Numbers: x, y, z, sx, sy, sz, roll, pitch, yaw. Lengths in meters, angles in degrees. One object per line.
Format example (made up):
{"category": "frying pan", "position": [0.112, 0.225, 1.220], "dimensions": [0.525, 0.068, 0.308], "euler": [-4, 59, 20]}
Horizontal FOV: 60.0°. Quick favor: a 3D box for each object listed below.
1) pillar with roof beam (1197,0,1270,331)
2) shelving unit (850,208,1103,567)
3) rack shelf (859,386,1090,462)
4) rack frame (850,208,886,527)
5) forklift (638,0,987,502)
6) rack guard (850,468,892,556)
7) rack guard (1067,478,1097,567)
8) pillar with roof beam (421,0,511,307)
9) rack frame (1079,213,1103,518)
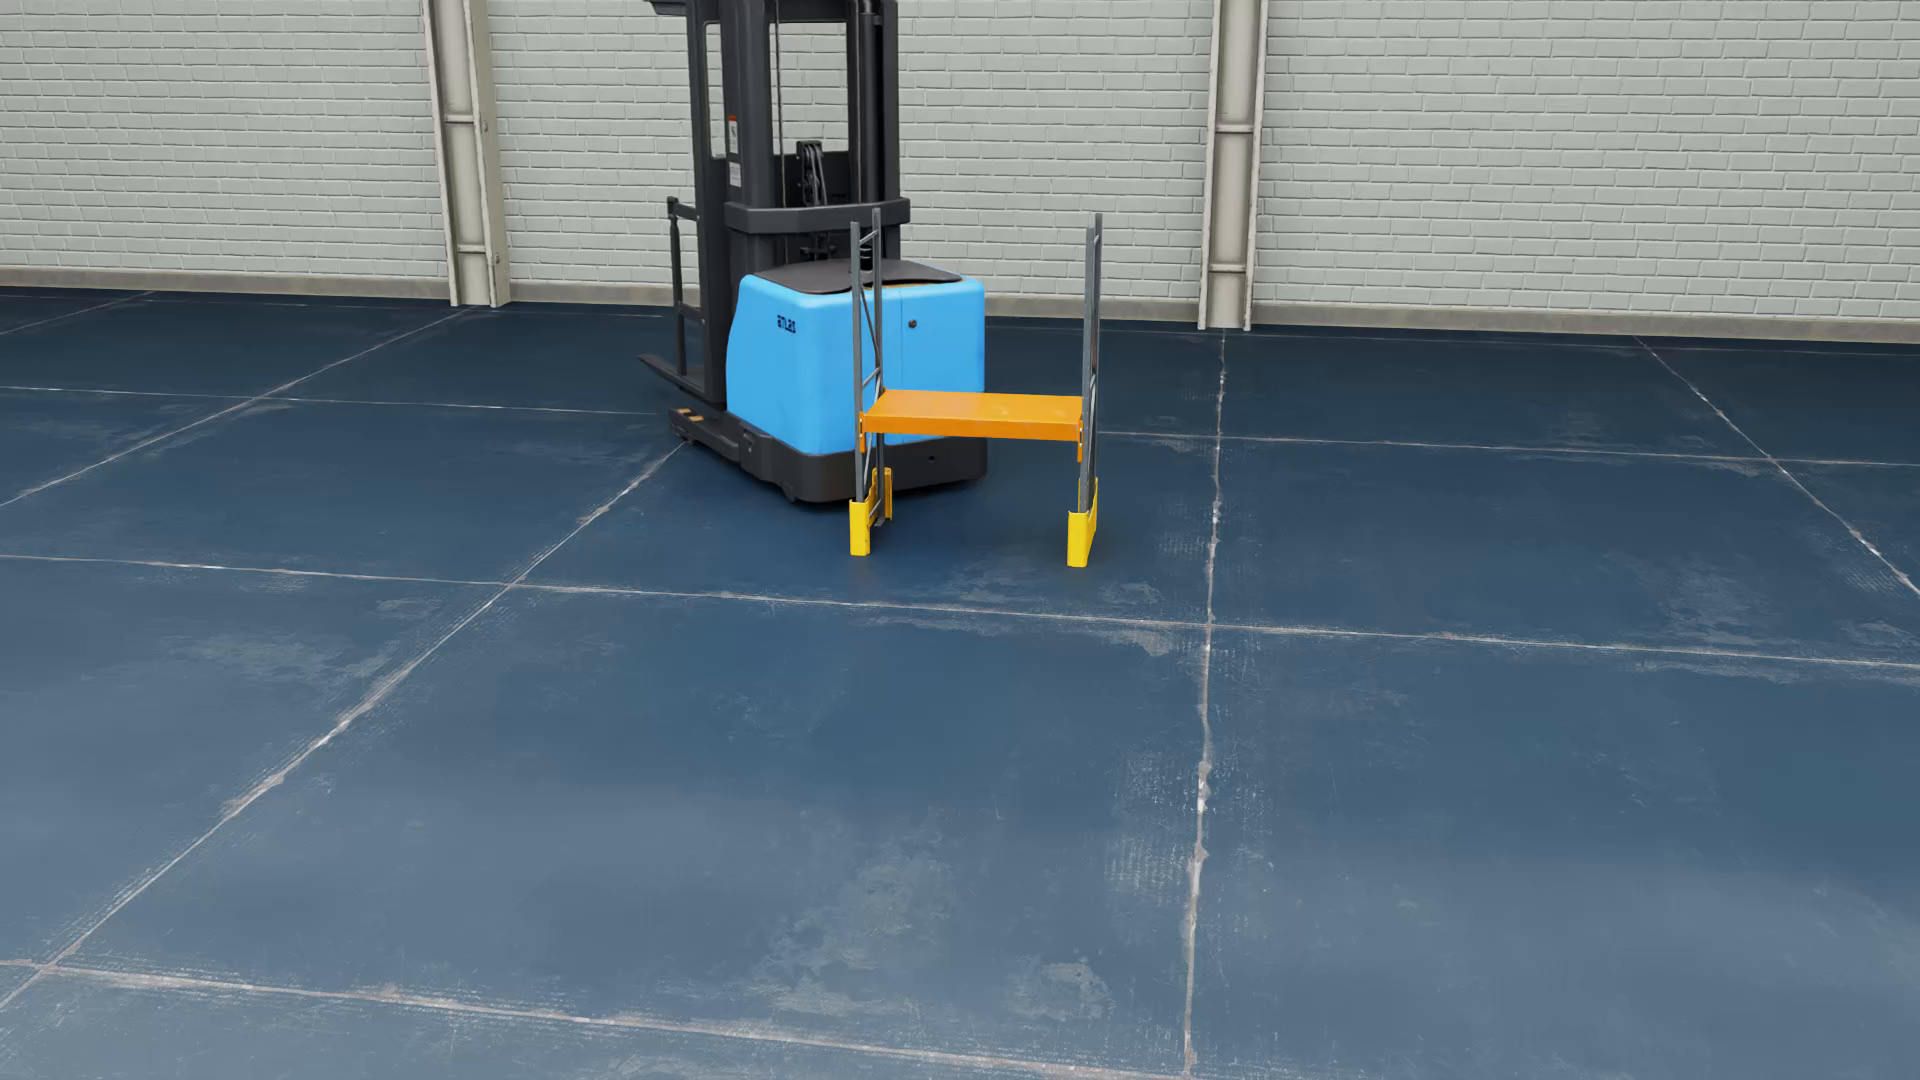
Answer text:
{"category": "pillar with roof beam", "position": [1.334, -4.552, 7.226], "dimensions": [0.400, 9.000, 9.100], "euler": [3, 19, 9]}
{"category": "shelving unit", "position": [0.075, -0.707, 7.554], "dimensions": [1.083, 1.500, 0.587], "euler": [3, 19, 9]}
{"category": "rack shelf", "position": [0.084, -0.536, 7.609], "dimensions": [1.000, 0.185, 0.538], "euler": [3, 19, 9]}
{"category": "rack frame", "position": [-0.418, -0.733, 7.629], "dimensions": [0.032, 1.500, 0.500], "euler": [3, 19, 9]}
{"category": "forklift", "position": [-1.021, -1.992, 9.138], "dimensions": [1.130, 2.935, 3.031], "euler": [-10, 21, -28]}
{"category": "rack guard", "position": [-0.416, -0.140, 7.827], "dimensions": [0.087, 0.250, 0.587], "euler": [3, 19, 9]}
{"category": "rack guard", "position": [0.567, -0.090, 7.677], "dimensions": [0.087, 0.250, 0.587], "euler": [3, 19, 9]}
{"category": "pillar with roof beam", "position": [-4.590, -4.854, 8.129], "dimensions": [0.400, 9.000, 9.100], "euler": [3, 19, 9]}
{"category": "rack frame", "position": [0.586, -0.681, 7.476], "dimensions": [0.032, 1.500, 0.500], "euler": [3, 19, 9]}
